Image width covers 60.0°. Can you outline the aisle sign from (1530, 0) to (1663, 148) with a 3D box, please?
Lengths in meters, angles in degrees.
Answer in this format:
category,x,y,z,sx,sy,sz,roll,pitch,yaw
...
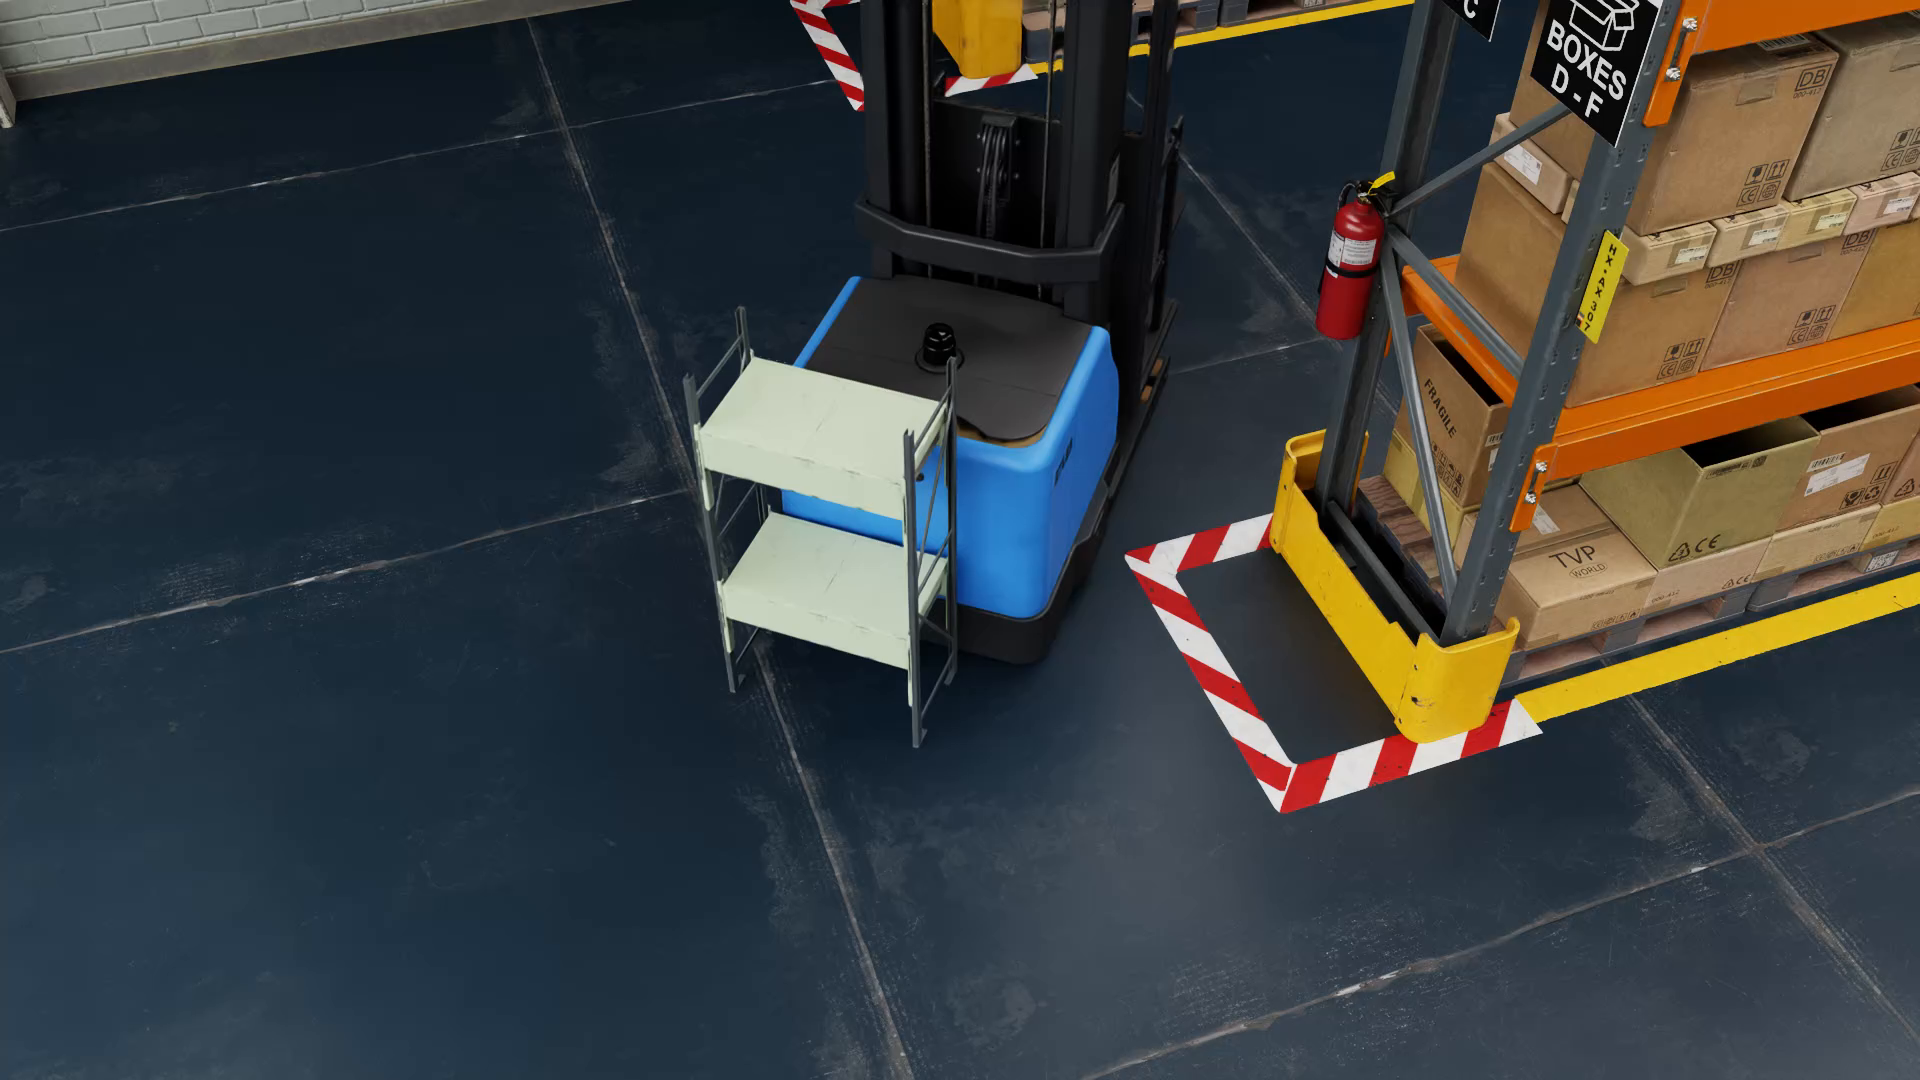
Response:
category,x,y,z,sx,sy,sz,roll,pitch,yaw
aisle sign,1.661,-1.443,4.235,0.004,0.787,0.394,-14,47,-14

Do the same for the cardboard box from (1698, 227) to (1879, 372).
category,x,y,z,sx,sy,sz,roll,pitch,yaw
cardboard box,2.554,-1.014,5.572,0.500,0.500,0.700,-13,47,-13

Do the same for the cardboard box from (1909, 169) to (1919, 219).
category,x,y,z,sx,sy,sz,roll,pitch,yaw
cardboard box,3.031,-1.210,5.310,0.250,0.149,0.380,-16,47,-15

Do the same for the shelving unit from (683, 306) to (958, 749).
category,x,y,z,sx,sy,sz,roll,pitch,yaw
shelving unit,-0.432,-0.003,5.694,0.755,1.500,0.431,15,47,14

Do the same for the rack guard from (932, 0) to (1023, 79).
category,x,y,z,sx,sy,sz,roll,pitch,yaw
rack guard,0.004,-3.181,9.567,0.348,0.500,1.175,-14,47,-14

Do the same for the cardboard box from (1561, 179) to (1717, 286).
category,x,y,z,sx,sy,sz,roll,pitch,yaw
cardboard box,2.061,-0.961,5.061,0.250,0.149,0.380,-15,47,-14

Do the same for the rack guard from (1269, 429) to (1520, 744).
category,x,y,z,sx,sy,sz,roll,pitch,yaw
rack guard,1.596,0.143,6.255,0.348,0.500,1.175,-14,47,-14

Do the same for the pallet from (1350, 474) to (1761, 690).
category,x,y,z,sx,sy,sz,roll,pitch,yaw
pallet,2.323,0.027,6.574,1.213,0.211,1.003,-14,47,-14

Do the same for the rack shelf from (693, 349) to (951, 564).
category,x,y,z,sx,sy,sz,roll,pitch,yaw
rack shelf,-0.432,-0.278,5.417,0.720,0.370,0.431,15,47,14

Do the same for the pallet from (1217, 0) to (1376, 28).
category,x,y,z,sx,sy,sz,roll,pitch,yaw
pallet,1.926,-3.541,10.131,1.213,0.211,1.003,-14,47,-14

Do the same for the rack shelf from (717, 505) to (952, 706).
category,x,y,z,sx,sy,sz,roll,pitch,yaw
rack shelf,-0.432,0.227,5.925,0.720,0.370,0.431,15,47,14

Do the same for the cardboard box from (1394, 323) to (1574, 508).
category,x,y,z,sx,sy,sz,roll,pitch,yaw
cardboard box,2.022,-0.515,6.261,0.500,0.500,0.500,-14,47,-14

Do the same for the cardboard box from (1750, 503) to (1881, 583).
category,x,y,z,sx,sy,sz,roll,pitch,yaw
cardboard box,3.138,-0.147,6.423,0.500,0.250,0.500,-14,47,-14

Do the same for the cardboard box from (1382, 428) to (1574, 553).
category,x,y,z,sx,sy,sz,roll,pitch,yaw
cardboard box,2.022,-0.249,6.525,0.500,0.250,0.500,-14,47,-14

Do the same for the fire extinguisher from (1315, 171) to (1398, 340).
category,x,y,z,sx,sy,sz,roll,pitch,yaw
fire extinguisher,1.349,-0.999,5.683,0.183,0.674,0.296,-14,47,-14

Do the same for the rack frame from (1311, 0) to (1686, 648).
category,x,y,z,sx,sy,sz,roll,pitch,yaw
rack frame,1.618,-0.746,5.375,0.127,3.000,1.000,-14,47,-14

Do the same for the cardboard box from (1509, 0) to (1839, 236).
category,x,y,z,sx,sy,sz,roll,pitch,yaw
cardboard box,2.112,-1.355,4.997,0.500,0.500,0.700,-14,47,-14

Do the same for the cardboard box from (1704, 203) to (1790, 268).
category,x,y,z,sx,sy,sz,roll,pitch,yaw
cardboard box,2.308,-1.026,5.126,0.250,0.149,0.380,-15,47,-15

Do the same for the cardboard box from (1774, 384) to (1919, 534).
category,x,y,z,sx,sy,sz,roll,pitch,yaw
cardboard box,3.134,-0.419,6.165,0.500,0.500,0.500,-14,47,-14

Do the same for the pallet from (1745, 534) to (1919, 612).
category,x,y,z,sx,sy,sz,roll,pitch,yaw
pallet,3.469,-0.264,6.864,1.213,0.211,1.003,-14,47,-14

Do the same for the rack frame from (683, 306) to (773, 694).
category,x,y,z,sx,sy,sz,roll,pitch,yaw
rack frame,-0.775,-0.094,5.785,0.023,1.500,0.400,15,47,14

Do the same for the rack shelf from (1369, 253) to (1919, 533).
category,x,y,z,sx,sy,sz,roll,pitch,yaw
rack shelf,3.500,-0.973,6.110,4.000,0.370,1.077,-14,47,-14

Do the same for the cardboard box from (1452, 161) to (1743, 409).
category,x,y,z,sx,sy,sz,roll,pitch,yaw
cardboard box,2.062,-0.885,5.443,0.500,0.500,0.700,-14,47,-14

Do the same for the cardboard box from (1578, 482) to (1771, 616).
category,x,y,z,sx,sy,sz,roll,pitch,yaw
cardboard box,2.667,-0.027,6.304,0.500,0.250,0.500,-14,47,-14

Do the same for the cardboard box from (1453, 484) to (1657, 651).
category,x,y,z,sx,sy,sz,roll,pitch,yaw
cardboard box,2.198,0.096,6.181,0.500,0.250,0.500,-14,47,-14

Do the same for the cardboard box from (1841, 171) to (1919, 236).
category,x,y,z,sx,sy,sz,roll,pitch,yaw
cardboard box,2.781,-1.144,5.244,0.250,0.149,0.380,-15,47,-14

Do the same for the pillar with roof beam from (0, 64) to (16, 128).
category,x,y,z,sx,sy,sz,roll,pitch,yaw
pillar with roof beam,-3.884,-2.596,2.984,0.400,9.000,9.100,-14,47,-14

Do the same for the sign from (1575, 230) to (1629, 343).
category,x,y,z,sx,sy,sz,roll,pitch,yaw
sign,1.801,-0.708,4.671,0.005,0.325,0.100,-14,47,-14

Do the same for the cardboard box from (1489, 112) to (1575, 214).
category,x,y,z,sx,sy,sz,roll,pitch,yaw
cardboard box,1.913,-1.229,5.328,0.250,0.149,0.380,-15,47,-15

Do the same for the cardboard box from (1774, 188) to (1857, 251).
category,x,y,z,sx,sy,sz,roll,pitch,yaw
cardboard box,2.543,-1.085,5.185,0.250,0.149,0.380,-14,47,-14

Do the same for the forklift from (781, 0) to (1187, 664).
category,x,y,z,sx,sy,sz,roll,pitch,yaw
forklift,0.292,-1.636,6.311,1.130,2.935,3.031,14,47,13

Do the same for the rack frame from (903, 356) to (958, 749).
category,x,y,z,sx,sy,sz,roll,pitch,yaw
rack frame,-0.090,0.088,5.603,0.023,1.500,0.400,15,47,14

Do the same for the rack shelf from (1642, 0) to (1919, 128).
category,x,y,z,sx,sy,sz,roll,pitch,yaw
rack shelf,3.500,-2.032,5.047,4.000,0.370,1.077,-14,47,-14

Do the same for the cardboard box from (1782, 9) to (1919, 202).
category,x,y,z,sx,sy,sz,roll,pitch,yaw
cardboard box,2.604,-1.485,5.126,0.500,0.500,0.700,-15,47,-15

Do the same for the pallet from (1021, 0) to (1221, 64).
category,x,y,z,sx,sy,sz,roll,pitch,yaw
pallet,0.781,-3.251,9.841,1.213,0.211,1.003,-14,47,-14

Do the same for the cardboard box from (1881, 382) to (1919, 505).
category,x,y,z,sx,sy,sz,roll,pitch,yaw
cardboard box,3.610,-0.528,6.274,0.500,0.500,0.500,-14,47,-14

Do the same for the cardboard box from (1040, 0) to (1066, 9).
category,x,y,z,sx,sy,sz,roll,pitch,yaw
cardboard box,0.614,-3.358,9.566,0.500,0.311,0.500,-19,48,-18

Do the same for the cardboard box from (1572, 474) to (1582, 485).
category,x,y,z,sx,sy,sz,roll,pitch,yaw
cardboard box,2.489,-0.377,6.653,0.500,0.250,0.500,-14,47,-14

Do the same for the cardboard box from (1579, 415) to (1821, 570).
category,x,y,z,sx,sy,sz,roll,pitch,yaw
cardboard box,2.668,-0.290,6.037,0.500,0.500,0.500,-14,47,-14

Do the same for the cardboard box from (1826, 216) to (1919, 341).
category,x,y,z,sx,sy,sz,roll,pitch,yaw
cardboard box,3.023,-1.130,5.688,0.500,0.500,0.700,-14,47,-14

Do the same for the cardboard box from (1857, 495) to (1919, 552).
category,x,y,z,sx,sy,sz,roll,pitch,yaw
cardboard box,3.610,-0.264,6.540,0.500,0.250,0.500,-14,47,-14

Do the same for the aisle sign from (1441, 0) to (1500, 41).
category,x,y,z,sx,sy,sz,roll,pitch,yaw
aisle sign,1.457,-1.843,4.634,0.004,0.787,0.394,-14,47,-14
